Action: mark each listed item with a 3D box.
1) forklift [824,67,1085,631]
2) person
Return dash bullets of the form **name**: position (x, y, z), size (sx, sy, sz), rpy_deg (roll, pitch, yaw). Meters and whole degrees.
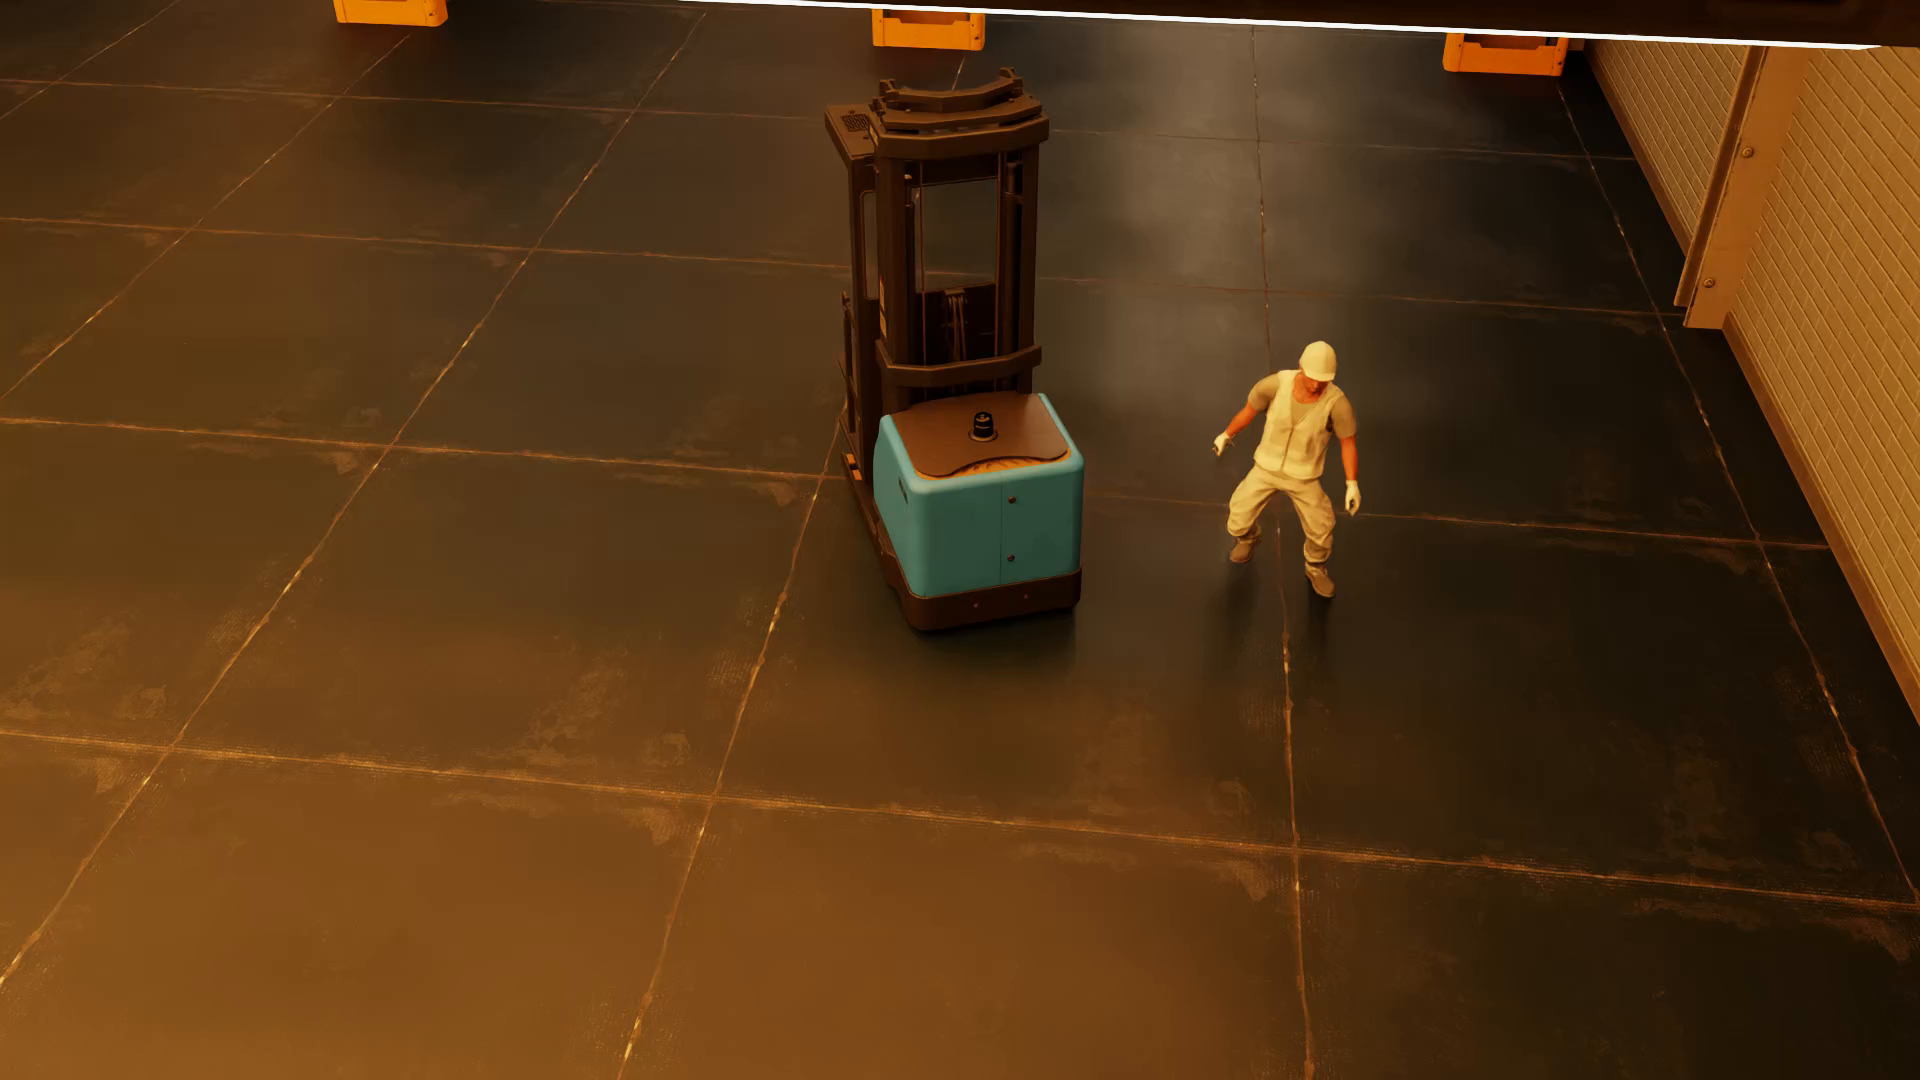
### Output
- **forklift**: position (-0.159, -1.528, 10.103), size (1.130, 2.935, 3.031), rpy_deg (-9, 37, -12)
- **person**: position (1.900, -0.442, 9.675), size (0.923, 1.692, 0.488), rpy_deg (16, 39, 21)
